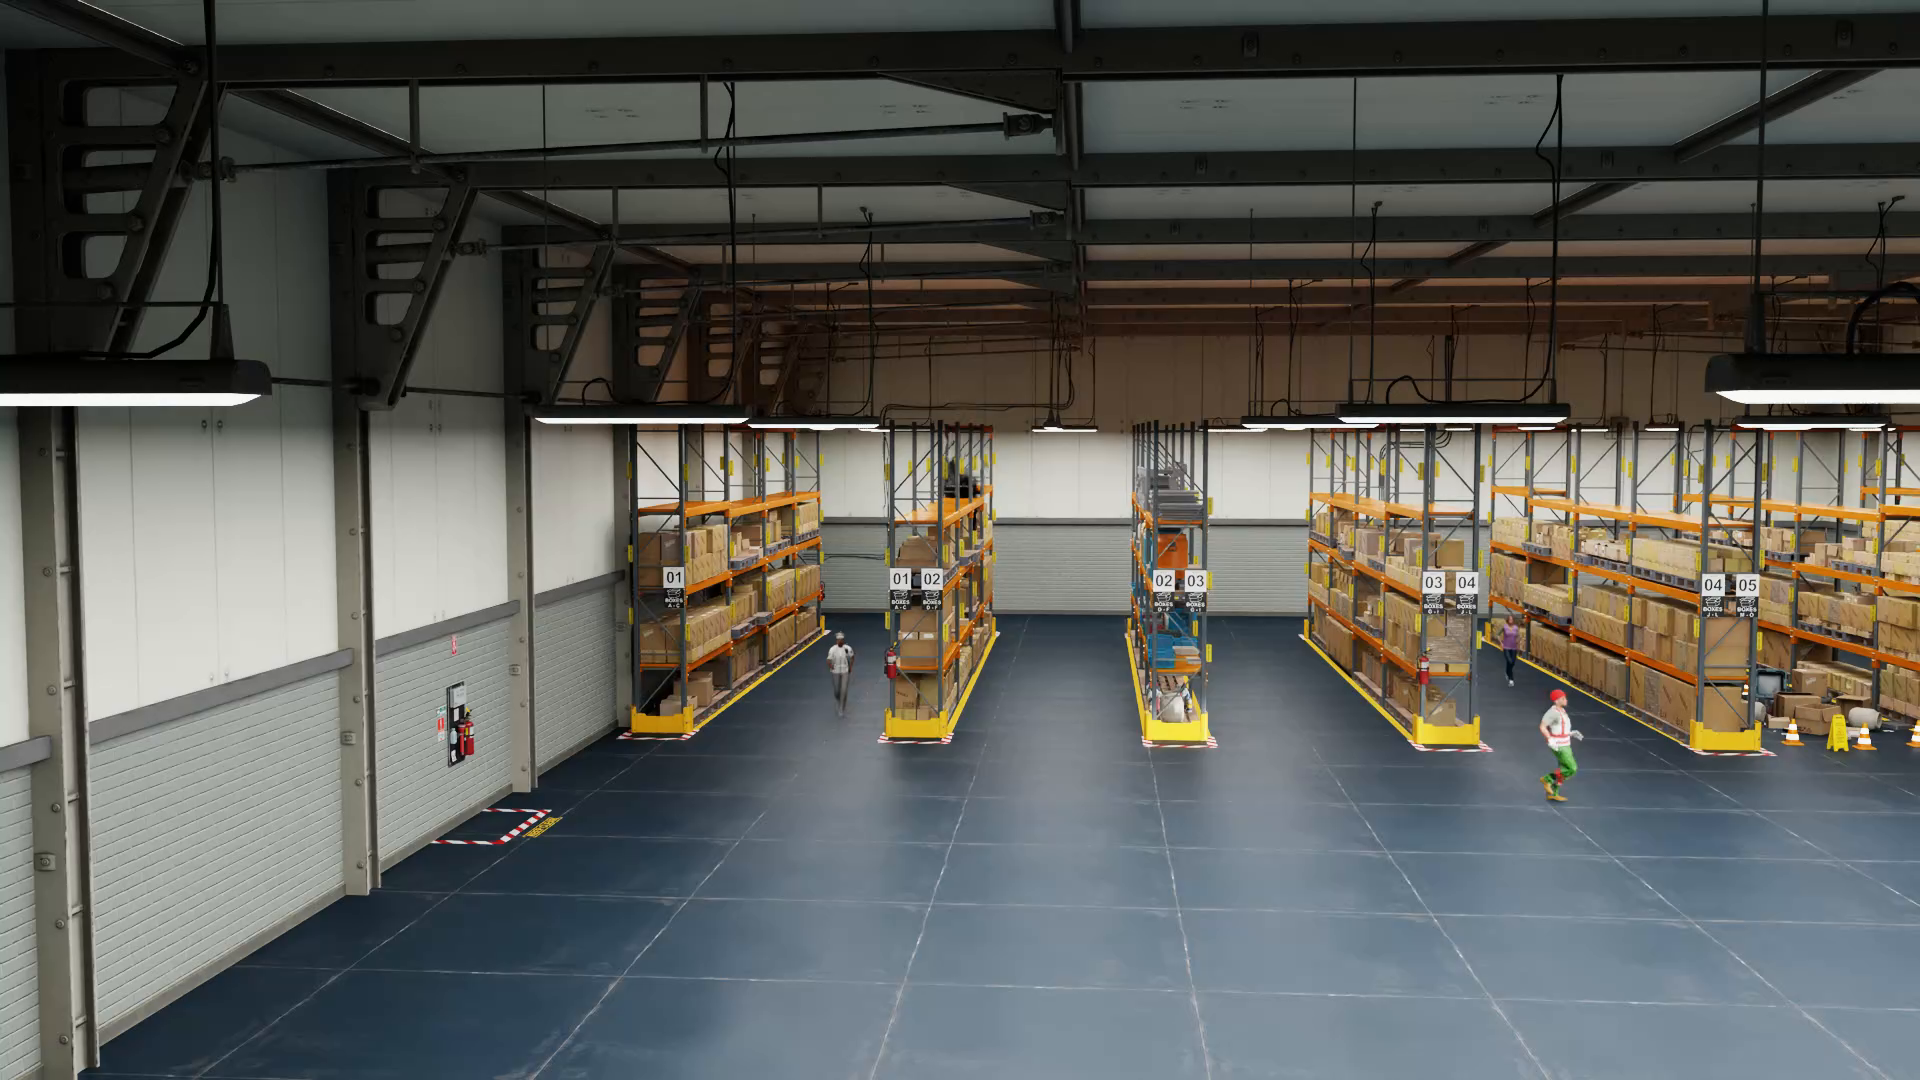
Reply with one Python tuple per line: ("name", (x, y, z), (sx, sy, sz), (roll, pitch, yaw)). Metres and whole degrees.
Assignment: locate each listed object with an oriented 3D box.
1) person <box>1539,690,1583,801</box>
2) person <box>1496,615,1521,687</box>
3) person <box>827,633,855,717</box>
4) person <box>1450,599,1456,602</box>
("person", (9.398, 3.209, 25.968), (0.580, 1.737, 0.666), (3, 4, 35))
("person", (12.588, 2.518, 38.139), (0.539, 1.597, 0.752), (0, 4, 0))
("person", (-2.445, 2.737, 34.132), (0.579, 1.692, 0.859), (0, 4, -3))
("person", (13.389, 1.971, 46.090), (0.788, 1.683, 0.832), (3, 5, 37))
